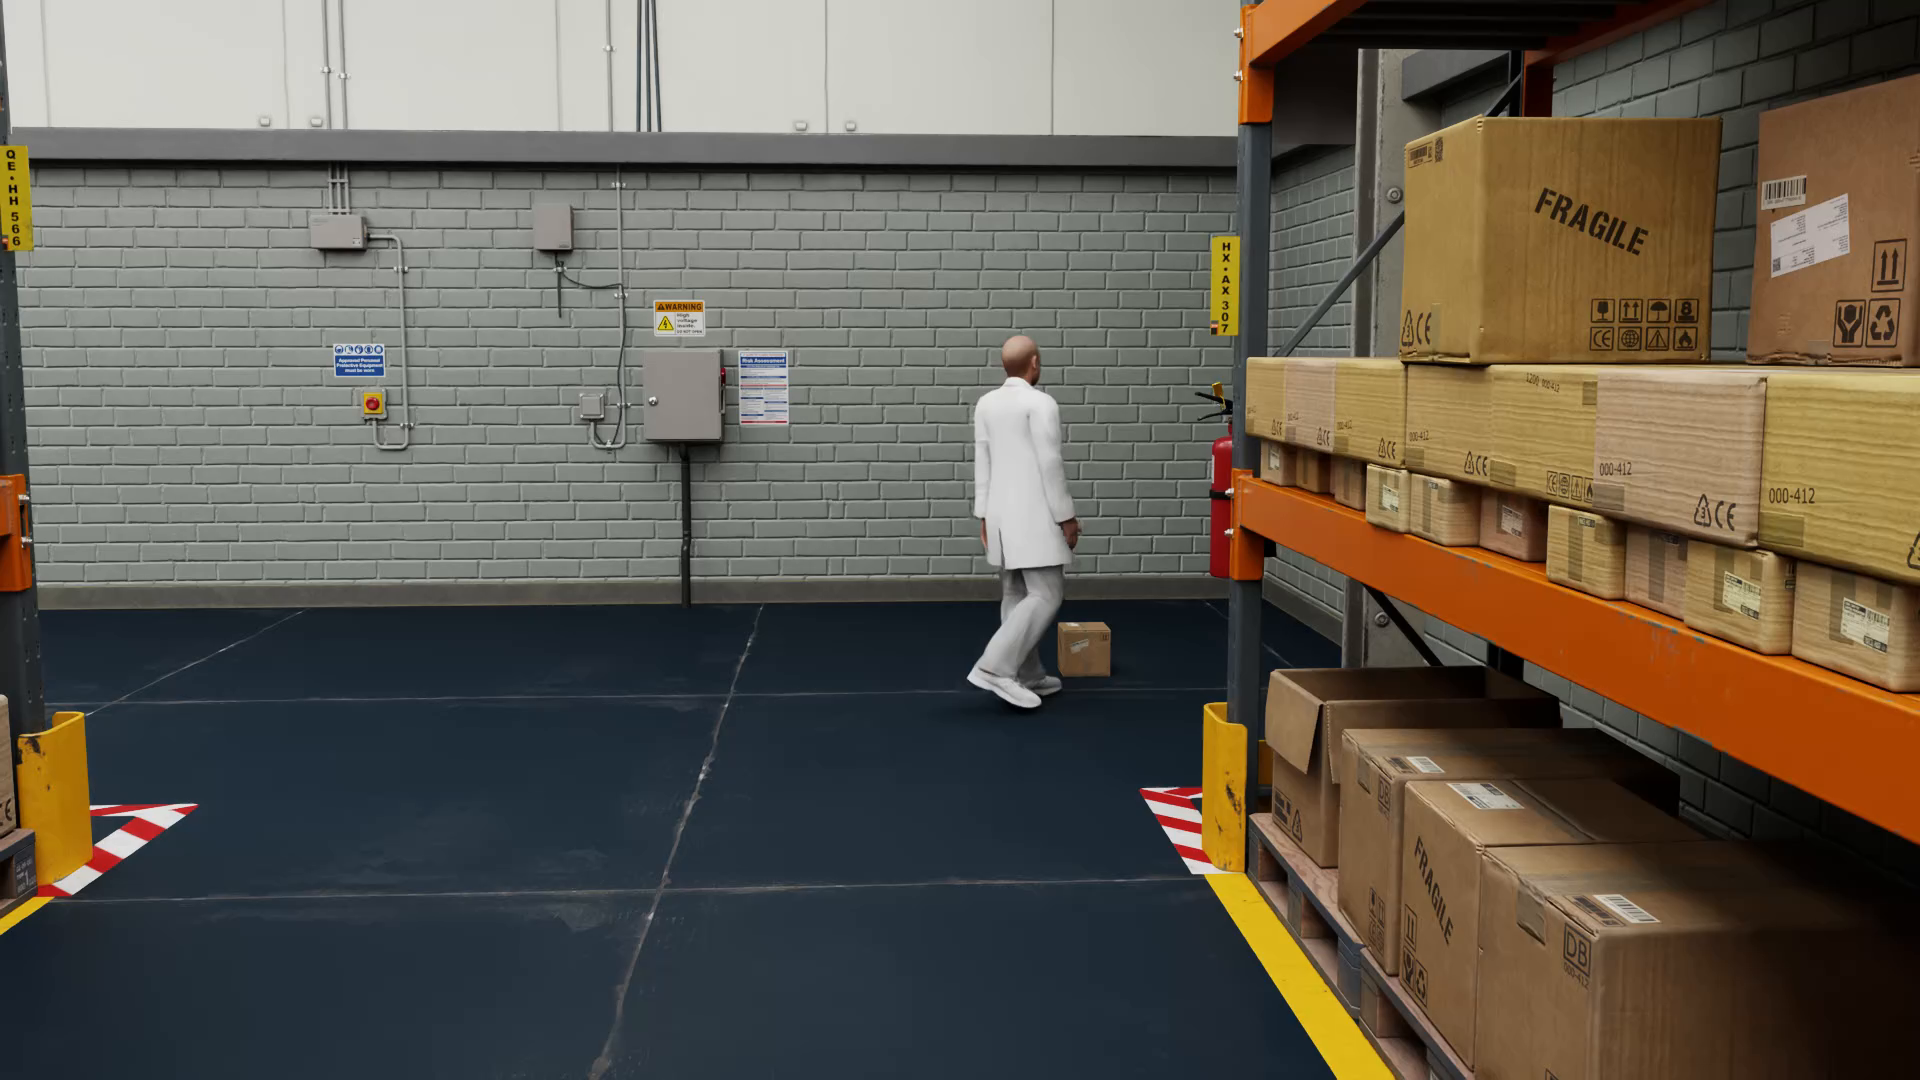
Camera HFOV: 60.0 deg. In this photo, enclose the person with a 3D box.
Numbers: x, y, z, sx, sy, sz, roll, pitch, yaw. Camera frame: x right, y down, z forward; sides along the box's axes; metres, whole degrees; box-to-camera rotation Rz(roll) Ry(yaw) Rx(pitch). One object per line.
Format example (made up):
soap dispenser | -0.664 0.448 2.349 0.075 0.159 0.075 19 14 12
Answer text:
person | 0.284 -0.096 8.060 0.665 1.780 0.586 -5 8 -35
